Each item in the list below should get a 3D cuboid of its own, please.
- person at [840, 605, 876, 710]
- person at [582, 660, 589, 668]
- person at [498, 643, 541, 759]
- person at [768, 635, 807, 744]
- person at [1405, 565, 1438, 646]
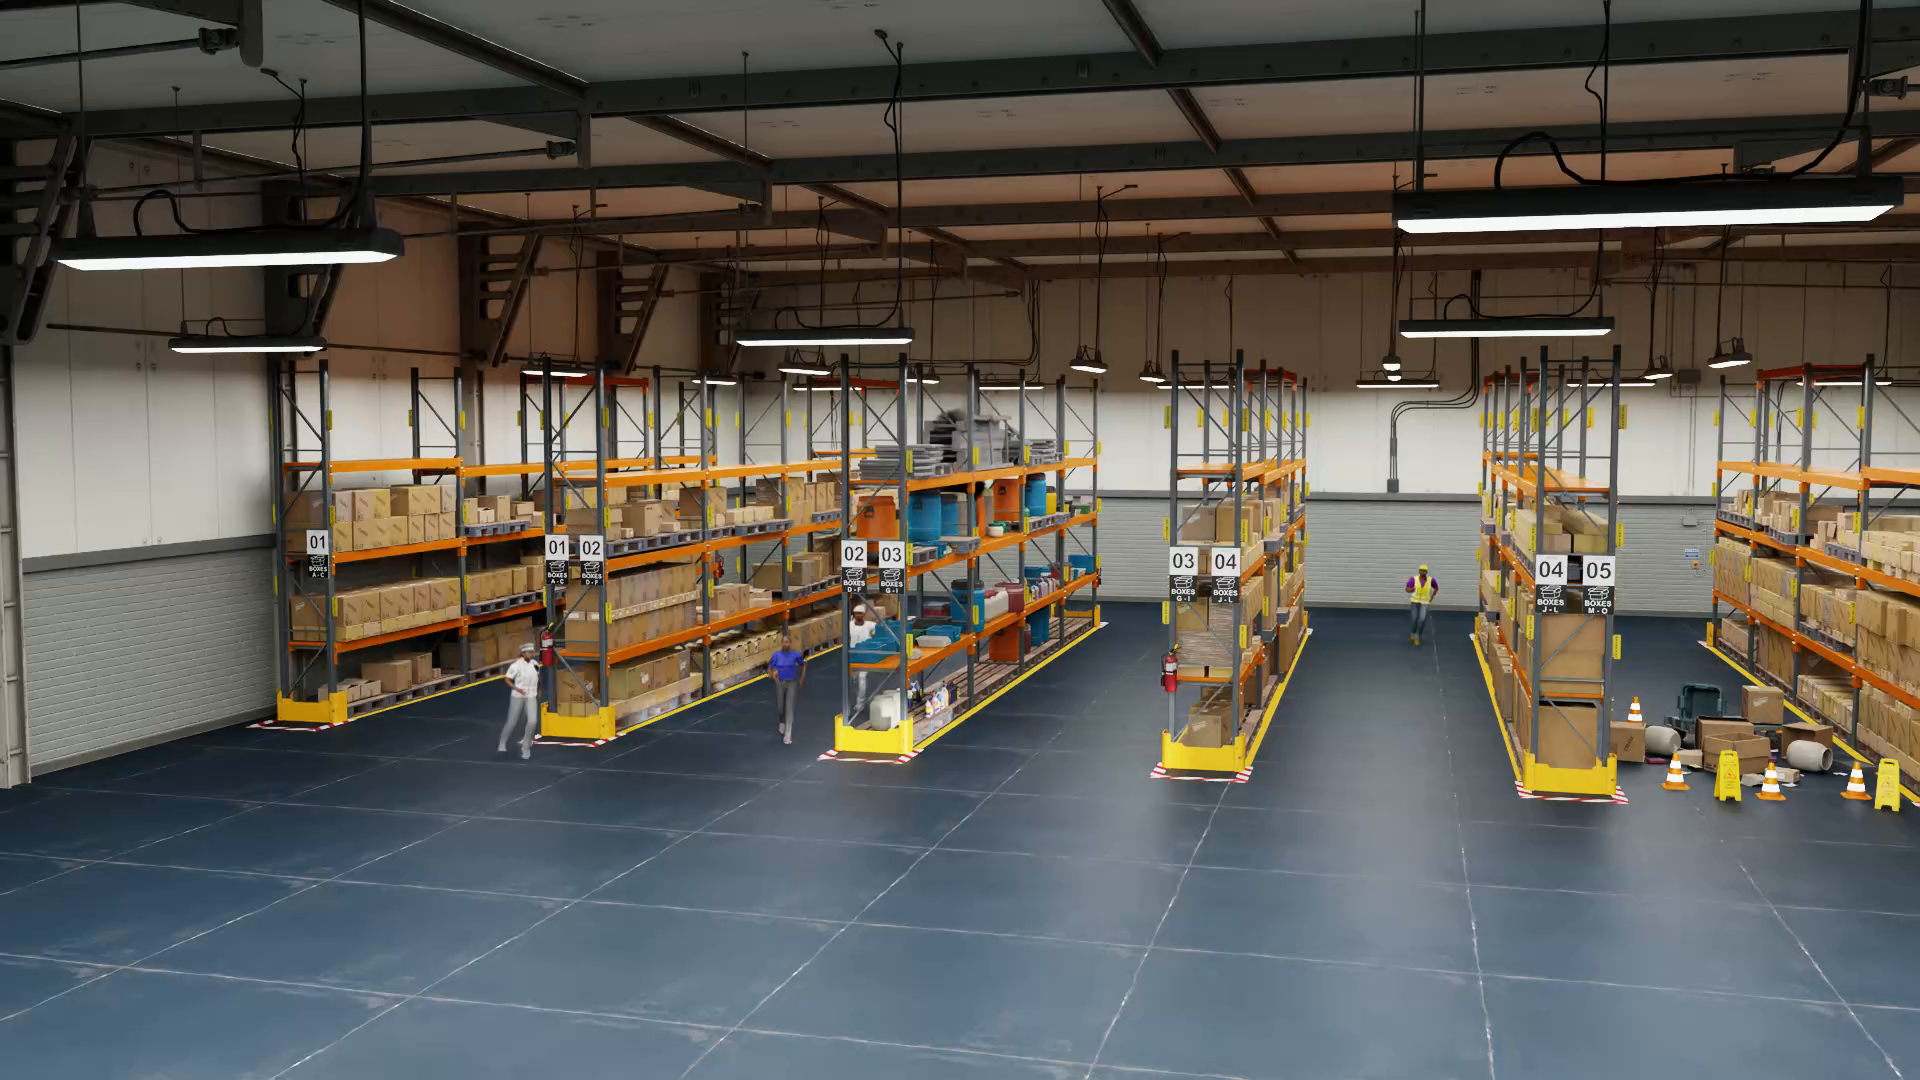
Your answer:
[{"bbox_3d":[-1.748,2.012,28.917,0.697,1.760,0.977,1,4,12],"label":"person"},{"bbox_3d":[-6.757,1.995,30.538,0.596,1.624,0.597,0,4,-3],"label":"person"},{"bbox_3d":[-6.535,2.389,24.907,0.669,1.718,0.744,-3,5,-38],"label":"person"},{"bbox_3d":[-2.709,2.314,26.085,0.601,1.665,0.775,0,4,0],"label":"person"},{"bbox_3d":[10.316,1.453,37.221,0.697,1.826,0.762,1,4,20],"label":"person"}]
